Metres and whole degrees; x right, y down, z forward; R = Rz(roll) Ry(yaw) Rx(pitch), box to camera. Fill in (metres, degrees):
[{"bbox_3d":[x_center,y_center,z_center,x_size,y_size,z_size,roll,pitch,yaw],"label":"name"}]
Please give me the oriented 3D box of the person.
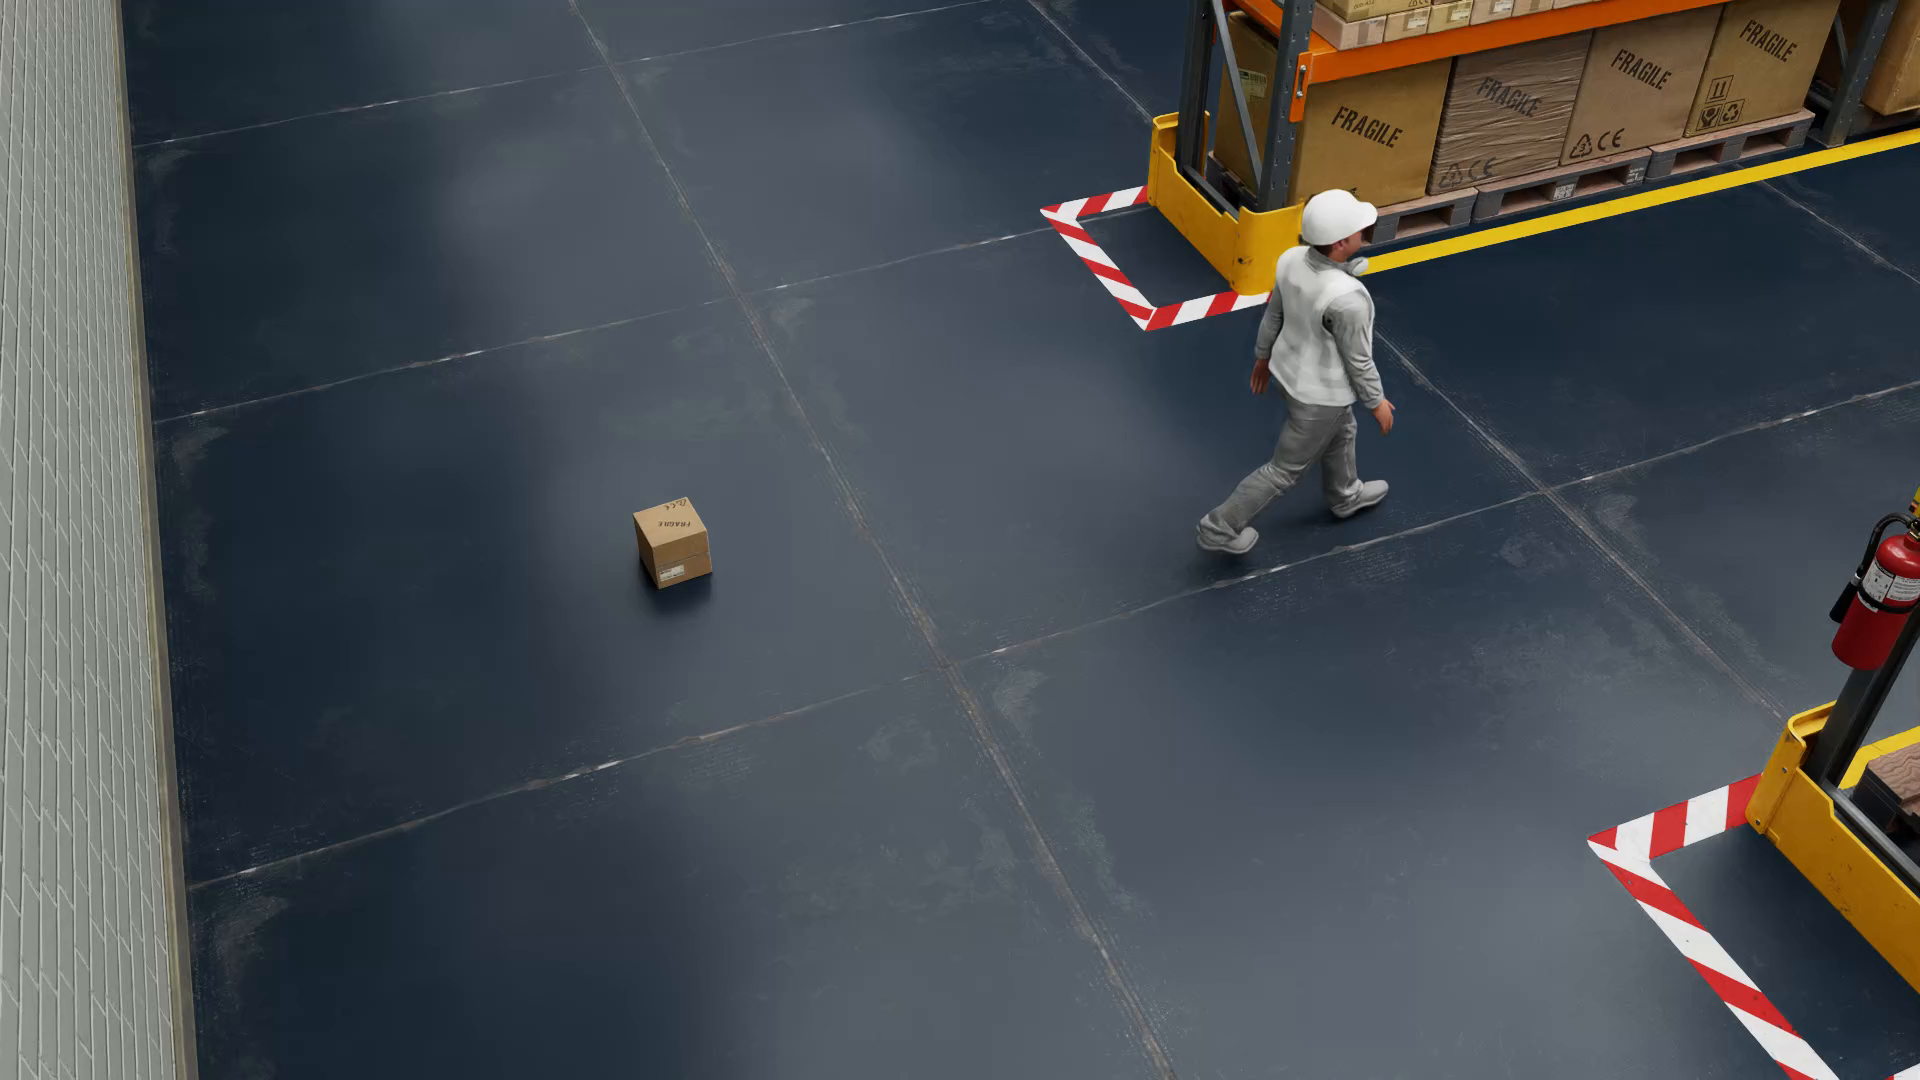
[{"bbox_3d":[1.511,-0.668,6.901,1.022,1.731,0.564,-11,43,-12],"label":"person"}]
